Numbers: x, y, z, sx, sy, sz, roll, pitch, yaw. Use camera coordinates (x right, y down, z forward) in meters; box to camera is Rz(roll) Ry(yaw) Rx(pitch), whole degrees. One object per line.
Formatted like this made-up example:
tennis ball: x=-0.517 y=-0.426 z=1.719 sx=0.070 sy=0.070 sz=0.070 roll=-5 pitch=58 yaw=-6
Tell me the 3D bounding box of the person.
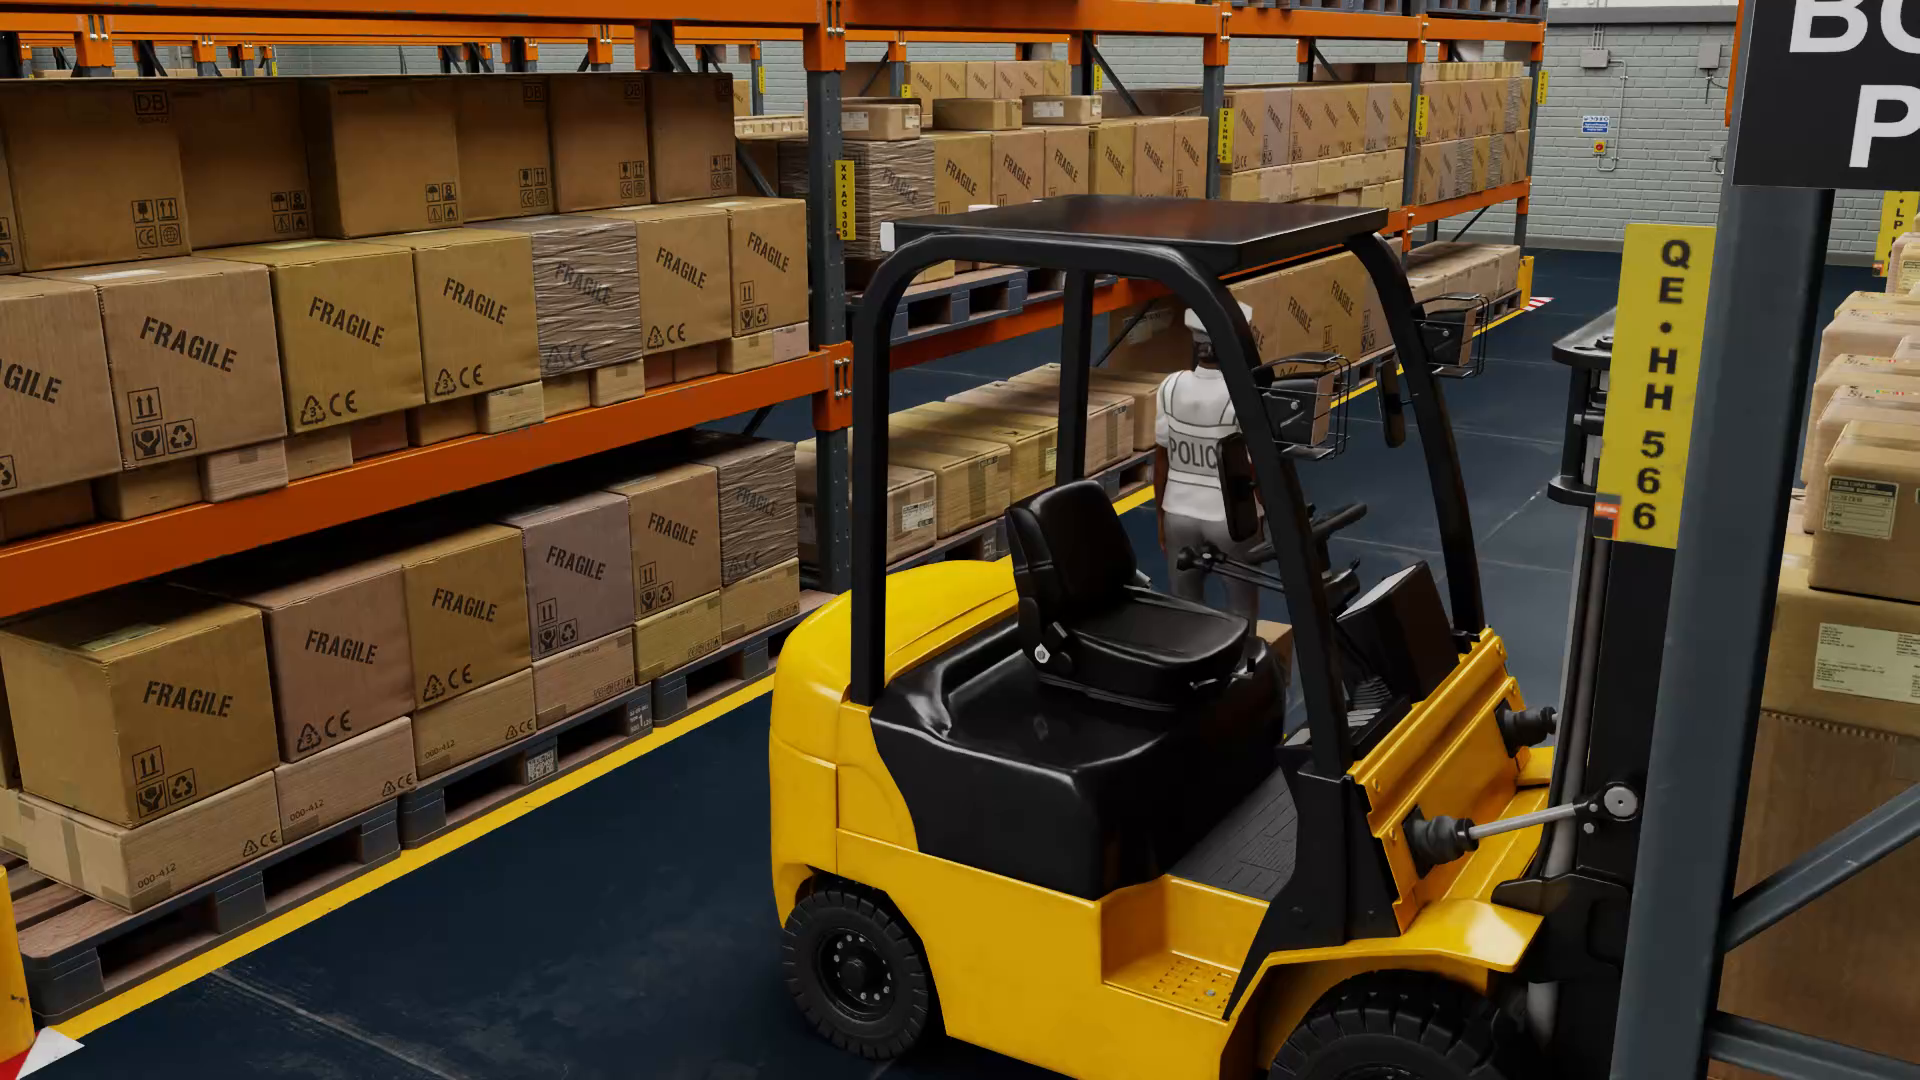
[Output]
person: x=0.966 y=-0.040 z=6.332 sx=0.448 sy=1.766 sz=0.482 roll=10 pitch=19 yaw=31
